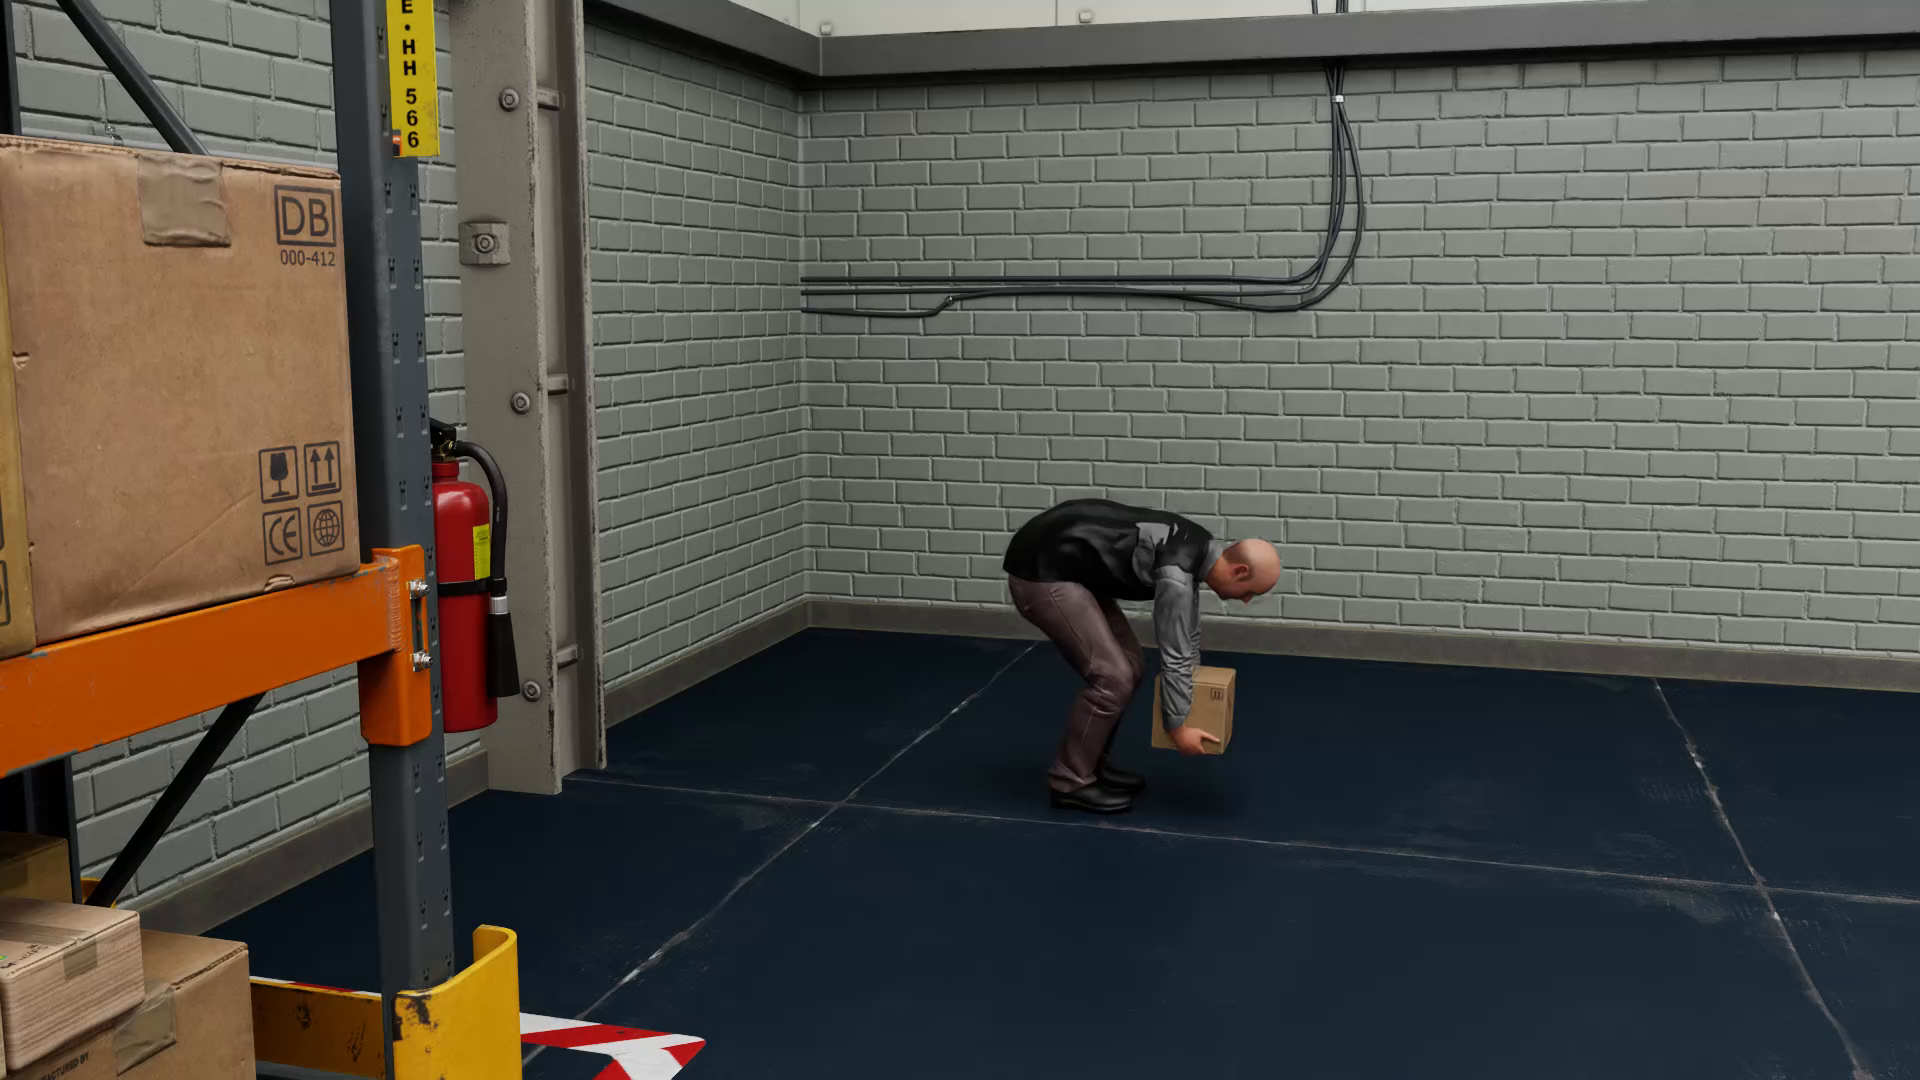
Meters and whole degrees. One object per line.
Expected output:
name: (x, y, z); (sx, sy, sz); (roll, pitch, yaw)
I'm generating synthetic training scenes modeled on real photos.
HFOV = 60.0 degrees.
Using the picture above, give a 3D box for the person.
person: (0.636, 0.398, 5.881); (0.960, 1.088, 0.464); (2, 9, 14)
